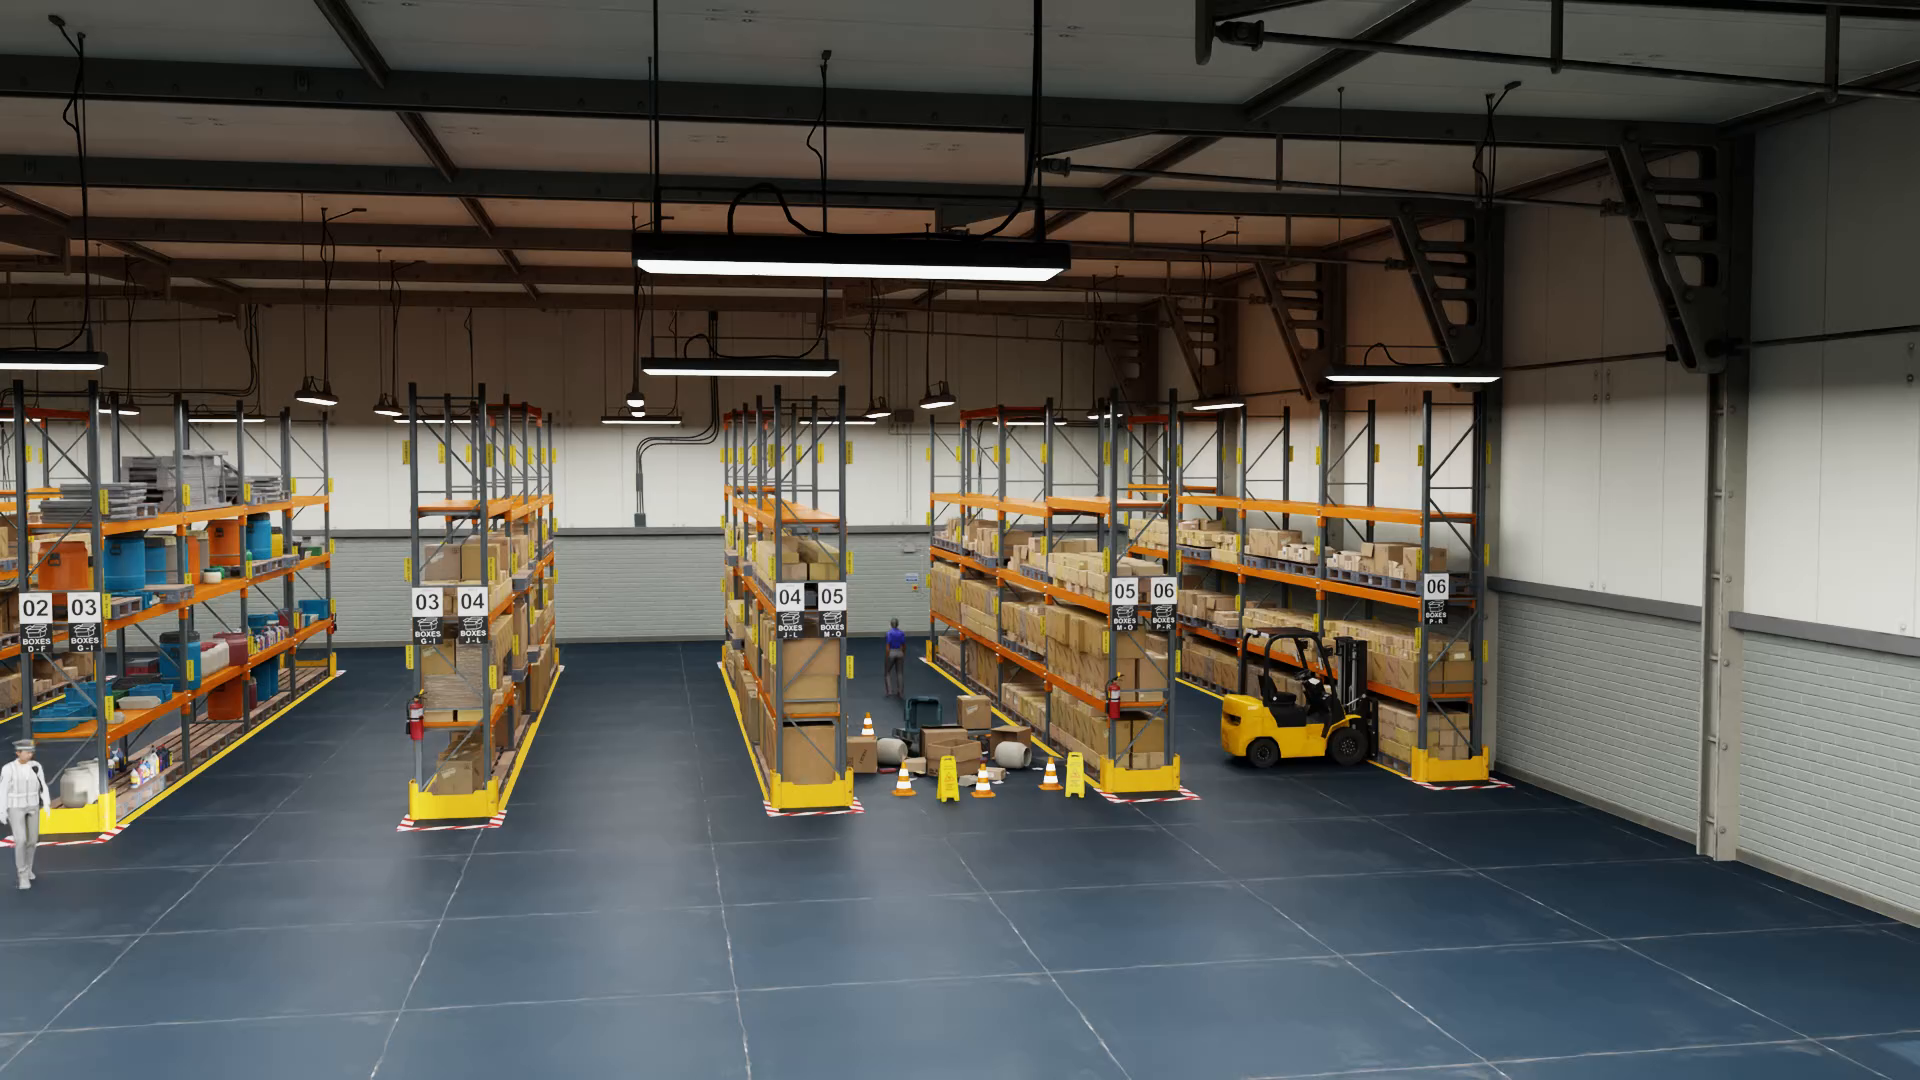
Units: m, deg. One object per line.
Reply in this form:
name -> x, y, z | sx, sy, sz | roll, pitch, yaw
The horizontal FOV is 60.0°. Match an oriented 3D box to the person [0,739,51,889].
person -> -10.920, 3.200, 19.490 | 0.629, 1.699, 0.511 | 2, 4, 38

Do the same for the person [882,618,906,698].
person -> -1.326, 2.461, 34.358 | 0.489, 1.697, 0.552 | -1, 3, -27

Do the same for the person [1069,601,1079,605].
person -> 2.795, 2.132, 40.127 | 0.842, 1.686, 0.666 | 3, 4, 42
